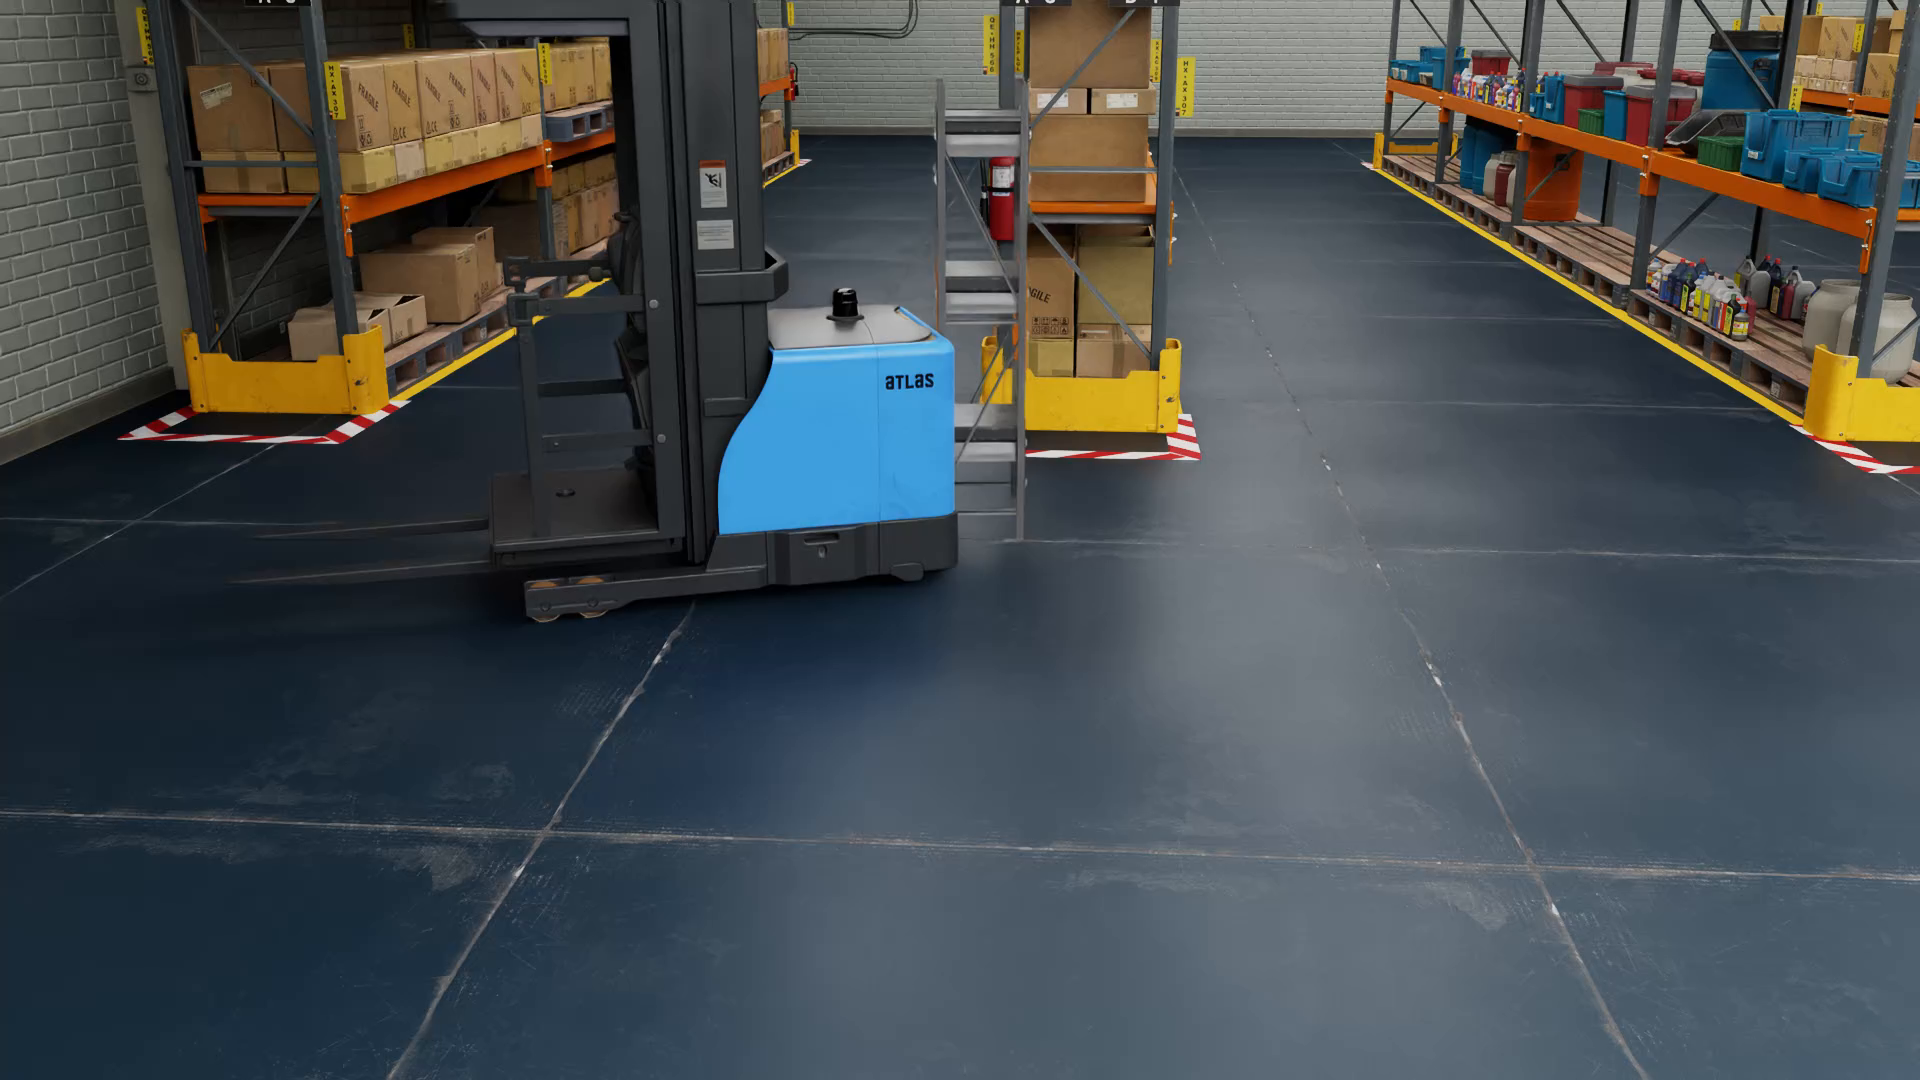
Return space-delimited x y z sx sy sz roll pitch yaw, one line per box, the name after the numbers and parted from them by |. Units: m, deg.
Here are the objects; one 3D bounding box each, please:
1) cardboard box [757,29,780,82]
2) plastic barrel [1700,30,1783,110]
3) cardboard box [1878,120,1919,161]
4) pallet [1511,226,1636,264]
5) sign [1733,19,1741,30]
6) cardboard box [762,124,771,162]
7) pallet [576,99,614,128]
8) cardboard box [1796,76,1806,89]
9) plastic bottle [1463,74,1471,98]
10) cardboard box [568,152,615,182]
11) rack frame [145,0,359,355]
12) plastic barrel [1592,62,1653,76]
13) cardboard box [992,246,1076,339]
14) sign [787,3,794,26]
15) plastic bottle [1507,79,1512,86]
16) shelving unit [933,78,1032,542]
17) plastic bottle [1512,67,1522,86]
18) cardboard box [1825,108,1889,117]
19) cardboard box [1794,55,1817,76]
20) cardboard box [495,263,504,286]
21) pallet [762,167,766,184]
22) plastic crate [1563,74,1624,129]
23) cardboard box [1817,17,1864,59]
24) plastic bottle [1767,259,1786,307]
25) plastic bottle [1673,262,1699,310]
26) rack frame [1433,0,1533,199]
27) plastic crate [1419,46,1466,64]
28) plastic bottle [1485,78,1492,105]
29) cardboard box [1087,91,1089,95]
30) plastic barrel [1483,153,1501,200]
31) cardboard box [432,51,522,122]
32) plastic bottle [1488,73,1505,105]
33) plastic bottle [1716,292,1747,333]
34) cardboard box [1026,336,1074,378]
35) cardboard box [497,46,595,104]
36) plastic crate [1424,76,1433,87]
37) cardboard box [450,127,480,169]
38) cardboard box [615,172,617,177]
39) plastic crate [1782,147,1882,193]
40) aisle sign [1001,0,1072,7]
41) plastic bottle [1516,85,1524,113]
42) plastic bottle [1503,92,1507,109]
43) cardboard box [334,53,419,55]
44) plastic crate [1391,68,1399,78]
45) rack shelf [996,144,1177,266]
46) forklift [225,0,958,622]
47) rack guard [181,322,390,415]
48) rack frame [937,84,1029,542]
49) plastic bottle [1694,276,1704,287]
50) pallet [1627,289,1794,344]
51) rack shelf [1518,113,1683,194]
-3.139 -6.967 23.888 0.980 0.700 0.700 1 18 3 | cardboard box
6.280 -3.613 13.327 0.600 0.901 0.708 1 18 4 | plastic barrel
11.375 -4.349 19.116 1.225 0.875 0.875 1 18 2 | cardboard box
6.143 -2.939 16.554 1.003 0.211 1.213 1 18 4 | pallet
11.197 -7.341 23.993 0.100 0.325 0.005 1 18 4 | sign
-3.093 -5.690 23.811 0.700 0.500 0.500 1 18 2 | cardboard box
-3.746 -4.018 15.677 1.003 0.211 1.213 1 18 4 | pallet
11.251 -6.017 21.874 0.380 0.149 0.250 1 18 3 | cardboard box
6.049 -5.401 19.795 0.097 0.271 0.097 0 18 0 | plastic bottle
-3.748 -3.702 16.508 0.500 0.250 0.500 2 18 5 | cardboard box
-4.218 -2.240 9.943 1.000 3.000 0.127 1 18 4 | rack frame
6.506 -4.418 16.370 0.600 0.536 0.708 1 18 4 | plastic barrel
0.465 -1.554 10.384 0.500 0.500 0.500 1 18 4 | cardboard box
-2.531 -7.856 24.842 0.100 0.325 0.005 1 18 4 | sign
6.692 -5.519 20.269 0.097 0.201 0.097 0 18 0 | plastic bottle
0.094 -1.065 7.801 0.431 2.100 0.503 0 18 -1 | shelving unit
6.640 -5.433 19.767 0.144 0.351 0.185 1 18 4 | plastic bottle
11.591 -5.029 21.191 0.875 0.875 0.875 1 18 4 | cardboard box
11.344 -6.325 22.173 0.500 0.250 0.500 1 18 3 | cardboard box
-3.940 -2.179 13.598 0.380 0.166 0.250 -1 18 -3 | cardboard box
-3.225 -4.877 22.467 1.003 0.211 1.213 1 18 4 | pallet
5.816 -4.039 15.330 0.402 0.464 0.583 1 18 4 | plastic crate
11.270 -6.366 21.094 0.500 0.500 0.500 1 18 4 | cardboard box
6.178 -1.946 12.592 0.144 0.351 0.185 0 18 1 | plastic bottle
5.465 -1.912 12.488 0.144 0.351 0.185 1 18 2 | plastic bottle
6.524 -5.746 20.643 1.000 3.000 0.127 1 18 4 | rack frame
6.973 -6.926 24.089 0.616 0.435 0.499 1 18 4 | plastic crate
5.945 -5.038 18.667 0.061 0.283 0.133 1 18 4 | plastic bottle
0.913 -2.963 11.989 0.700 0.500 0.500 2 18 5 | cardboard box
6.287 -4.202 19.250 0.421 0.512 0.421 0 18 0 | plastic barrel
-3.687 -3.469 12.696 0.500 0.500 0.500 1 18 4 | cardboard box
5.975 -5.019 18.503 0.144 0.351 0.185 1 18 4 | plastic bottle
5.403 -1.592 11.632 0.152 0.276 0.135 1 18 4 | plastic bottle
0.467 -1.197 10.501 0.500 0.250 0.500 1 18 4 | cardboard box
-3.798 -4.275 15.286 0.700 0.500 0.500 4 19 11 | cardboard box
6.336 -5.998 21.755 0.437 0.125 0.590 1 18 4 | plastic crate
-3.763 -2.800 11.859 0.500 0.250 0.500 1 18 4 | cardboard box
-3.644 -3.522 17.161 0.700 0.500 0.500 2 18 5 | cardboard box
5.453 -2.312 10.402 0.499 0.251 0.408 1 18 4 | plastic crate
0.425 -3.353 9.162 0.394 0.787 0.004 1 18 4 | aisle sign
5.840 -4.584 17.282 0.061 0.283 0.133 1 18 4 | plastic bottle
5.904 -4.743 17.898 0.097 0.201 0.097 0 18 0 | plastic bottle
-4.256 -3.321 12.245 0.500 0.500 0.500 2 18 5 | cardboard box
6.359 -6.725 23.956 0.250 0.136 0.298 1 18 4 | plastic crate
0.866 -2.410 11.617 1.077 0.370 4.000 1 18 4 | rack shelf
-1.585 -1.235 6.984 3.031 2.935 1.130 -5 19 -15 | forklift
-4.213 -1.076 10.405 1.175 0.500 0.348 1 18 4 | rack guard
0.100 -0.989 7.570 0.400 2.100 0.015 0 18 -1 | rack frame
5.492 -1.828 12.358 0.097 0.271 0.097 0 18 0 | plastic bottle
5.860 -1.729 12.860 1.003 0.211 1.213 1 18 4 | pallet
6.093 -3.541 15.068 1.077 0.370 4.000 1 18 4 | rack shelf
